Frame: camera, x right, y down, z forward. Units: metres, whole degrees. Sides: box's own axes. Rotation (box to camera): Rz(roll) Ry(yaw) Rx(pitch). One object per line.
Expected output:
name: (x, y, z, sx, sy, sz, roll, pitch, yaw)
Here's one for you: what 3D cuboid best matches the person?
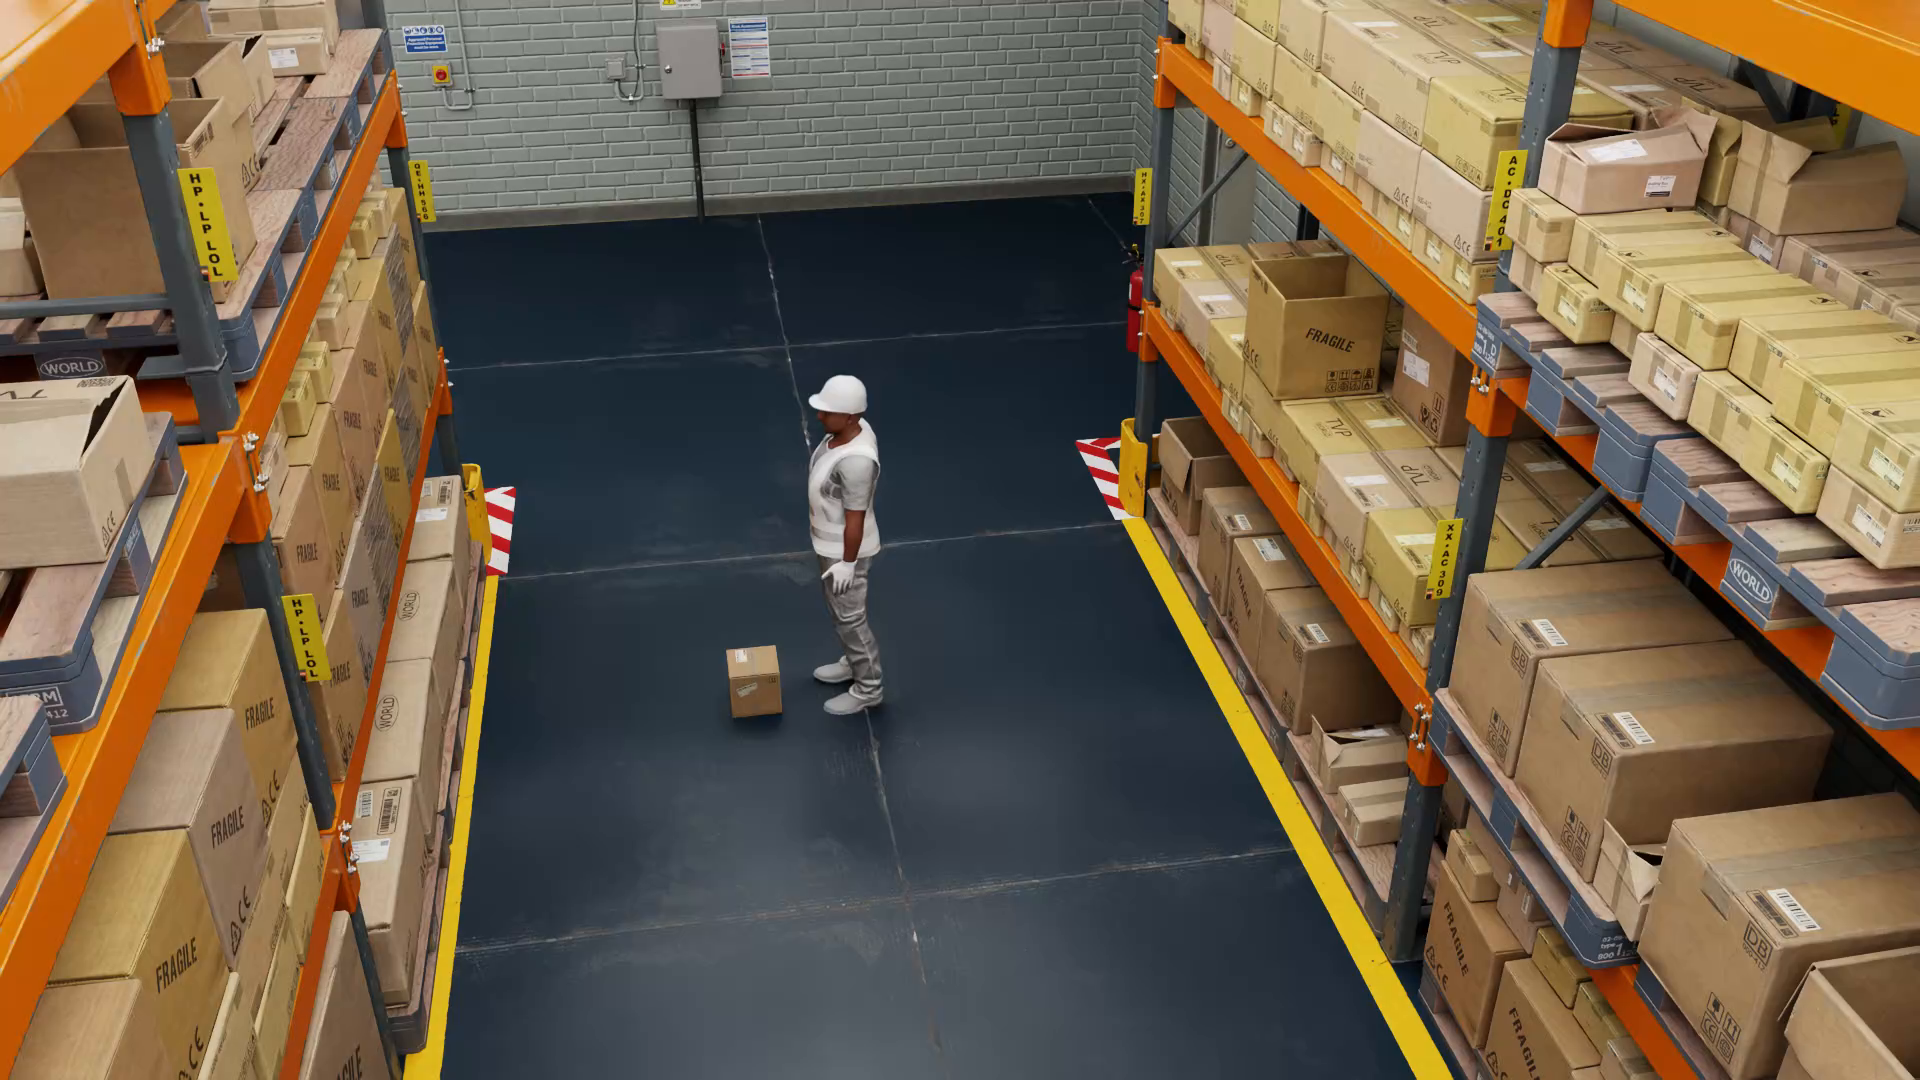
person: (-0.560, 0.021, 8.095, 0.361, 1.791, 0.545, -5, 31, -8)
